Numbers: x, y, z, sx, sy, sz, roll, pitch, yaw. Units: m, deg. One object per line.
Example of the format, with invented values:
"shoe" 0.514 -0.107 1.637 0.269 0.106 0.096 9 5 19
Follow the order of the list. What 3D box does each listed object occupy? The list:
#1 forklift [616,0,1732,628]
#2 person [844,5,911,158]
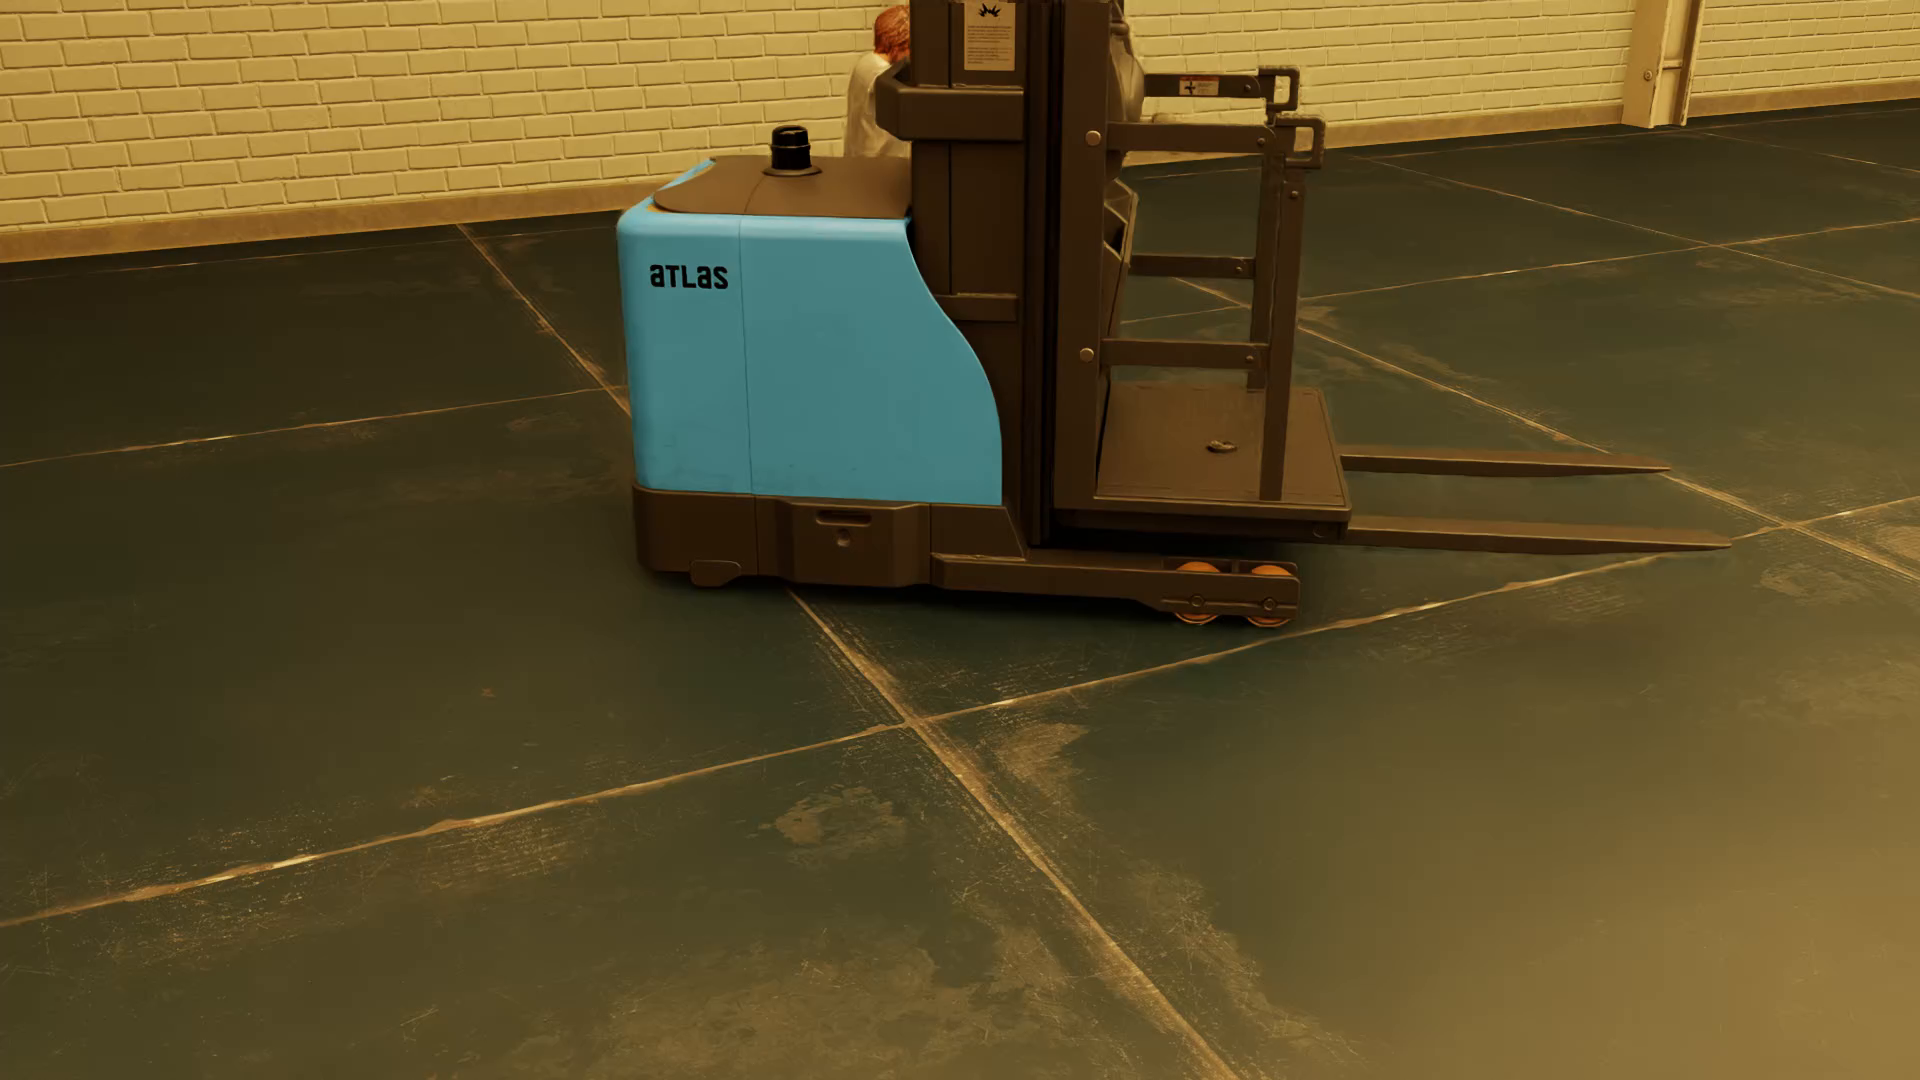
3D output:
"forklift" 0.625 -1.331 4.491 3.031 2.935 1.130 3 23 7
"person" -0.179 -1.470 6.853 0.656 1.379 1.138 -5 23 -11
